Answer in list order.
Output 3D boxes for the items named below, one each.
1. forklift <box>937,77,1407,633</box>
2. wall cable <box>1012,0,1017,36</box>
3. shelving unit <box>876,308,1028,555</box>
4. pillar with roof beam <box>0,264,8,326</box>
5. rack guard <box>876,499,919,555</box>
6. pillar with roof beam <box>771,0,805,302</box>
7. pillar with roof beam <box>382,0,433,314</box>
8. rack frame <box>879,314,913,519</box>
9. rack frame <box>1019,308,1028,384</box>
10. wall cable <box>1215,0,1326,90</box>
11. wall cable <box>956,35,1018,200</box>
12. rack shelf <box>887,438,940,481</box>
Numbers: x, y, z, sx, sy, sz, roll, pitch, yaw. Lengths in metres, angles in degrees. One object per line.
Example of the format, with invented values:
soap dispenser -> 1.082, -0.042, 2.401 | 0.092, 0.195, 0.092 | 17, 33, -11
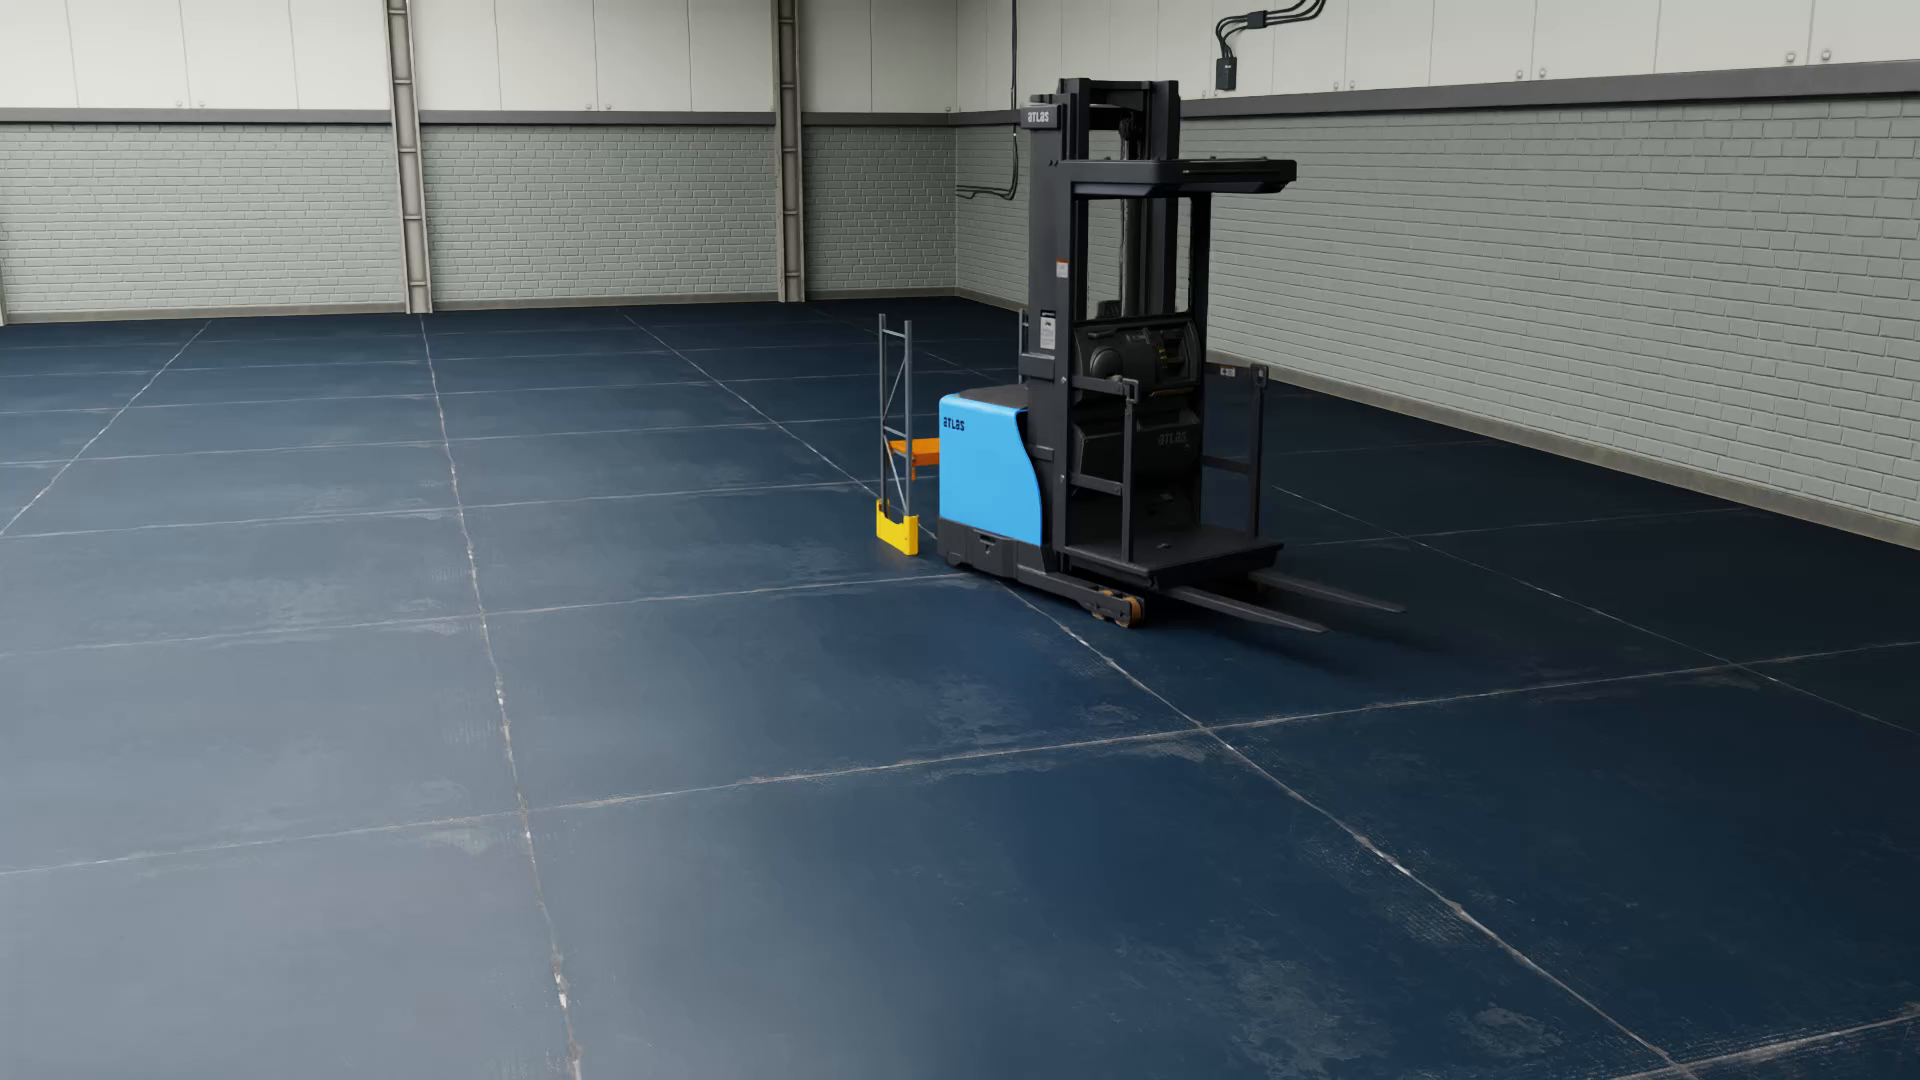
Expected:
forklift -> 1.147, -1.076, 9.333 | 1.130, 2.935, 3.031 | -10, 17, -36
wall cable -> 1.227, -8.699, 24.064 | 0.112, 2.526, 3.097 | -4, 14, -18
shelving unit -> 0.041, -0.744, 11.031 | 1.083, 1.500, 0.587 | -6, 15, -23
pillar with roof beam -> -12.850, -6.589, 19.395 | 0.400, 9.000, 9.100 | -4, 14, -18
rack guard -> -0.415, -0.090, 10.983 | 0.087, 0.250, 0.587 | -6, 15, -23
pillar with roof beam -> -1.477, -7.474, 23.119 | 0.400, 9.000, 9.100 | -4, 14, -18
pillar with roof beam -> -7.163, -7.031, 21.257 | 0.400, 9.000, 9.100 | -4, 14, -18
rack frame -> -0.416, -0.698, 10.838 | 0.032, 1.500, 0.500 | -6, 15, -23
rack frame -> 0.516, -0.792, 11.232 | 0.032, 1.500, 0.500 | -6, 15, -23
wall cable -> 3.377, -7.917, 17.631 | 0.169, 6.003, 2.305 | -4, 14, -18
wall cable -> 0.364, -6.835, 27.142 | 0.112, 2.526, 3.097 | -4, 14, -18
rack shelf -> 0.050, -0.570, 11.076 | 1.000, 0.185, 0.538 | -6, 15, -23
